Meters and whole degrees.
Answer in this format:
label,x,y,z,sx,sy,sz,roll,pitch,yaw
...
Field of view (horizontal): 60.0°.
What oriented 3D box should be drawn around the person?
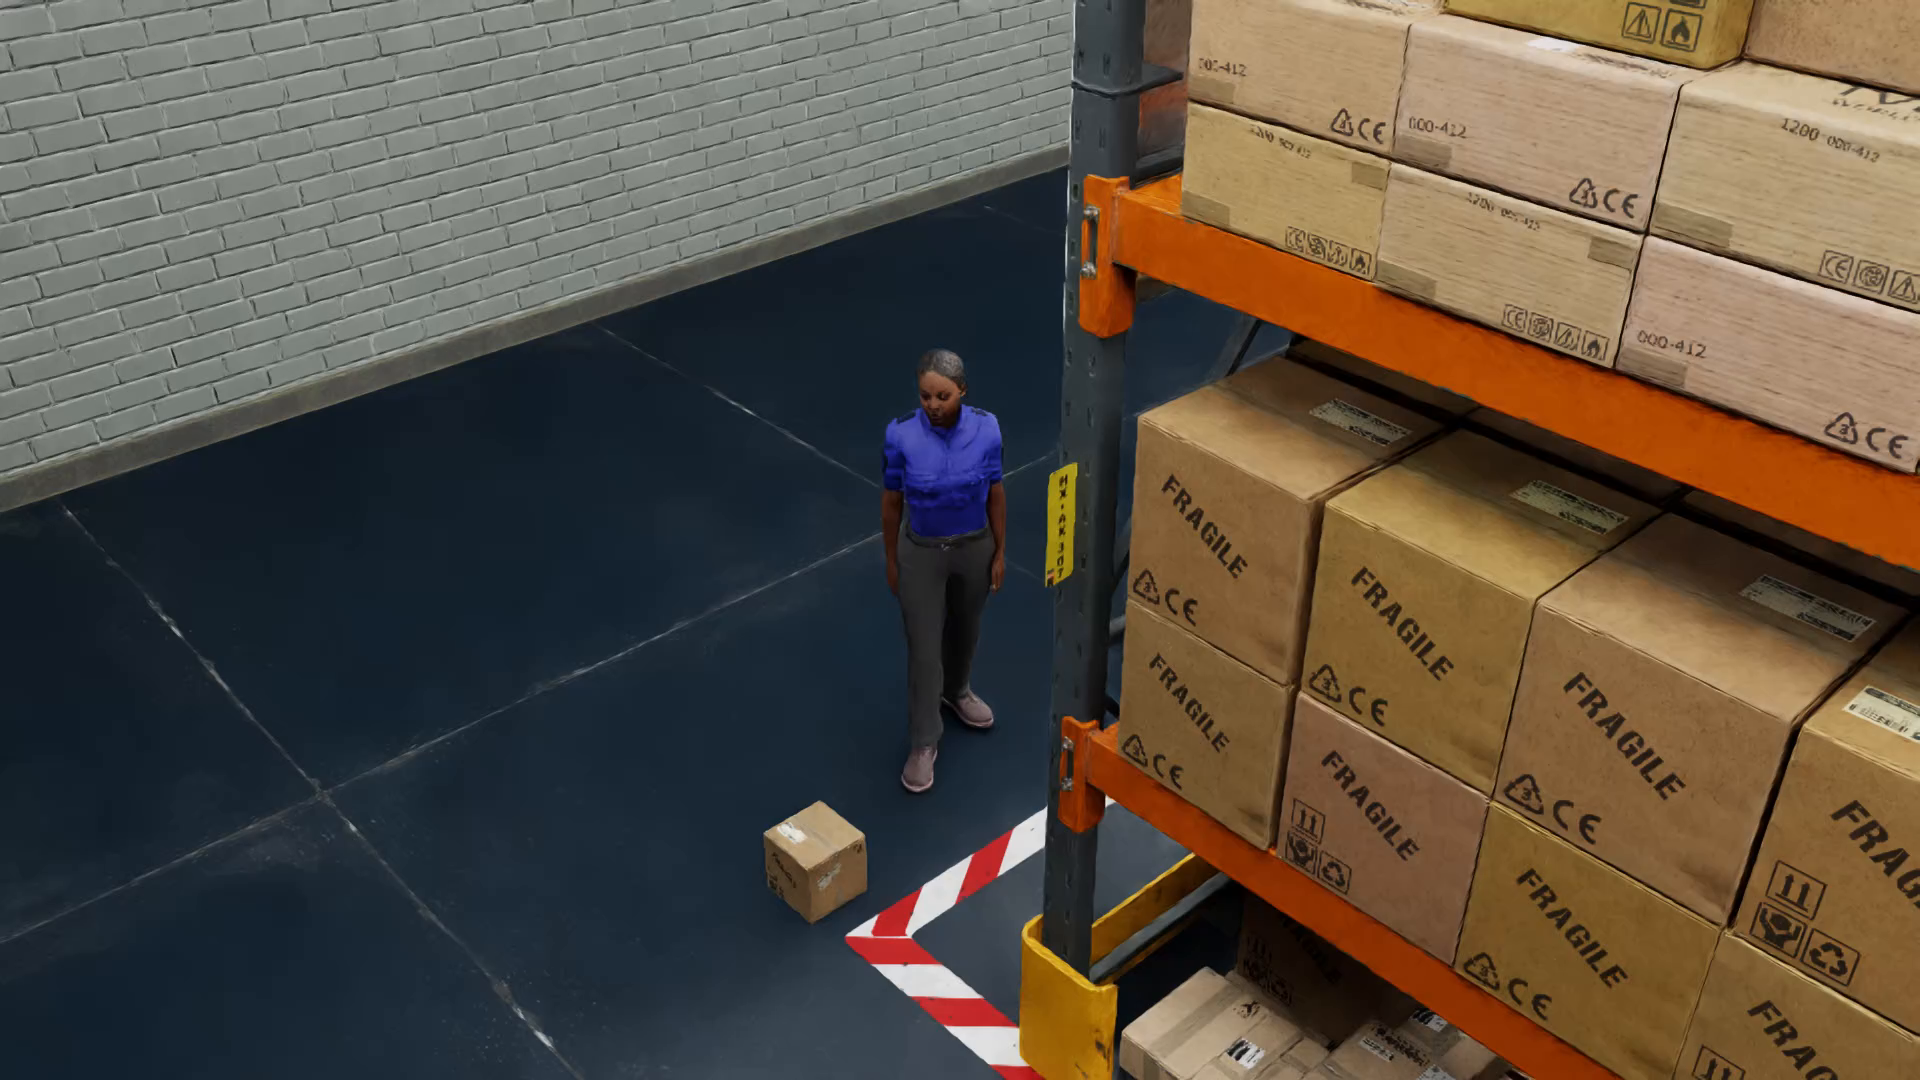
label,x,y,z,sx,sy,sz,roll,pitch,yaw
person,-0.047,0.076,6.006,0.456,1.653,0.571,-8,33,-12
